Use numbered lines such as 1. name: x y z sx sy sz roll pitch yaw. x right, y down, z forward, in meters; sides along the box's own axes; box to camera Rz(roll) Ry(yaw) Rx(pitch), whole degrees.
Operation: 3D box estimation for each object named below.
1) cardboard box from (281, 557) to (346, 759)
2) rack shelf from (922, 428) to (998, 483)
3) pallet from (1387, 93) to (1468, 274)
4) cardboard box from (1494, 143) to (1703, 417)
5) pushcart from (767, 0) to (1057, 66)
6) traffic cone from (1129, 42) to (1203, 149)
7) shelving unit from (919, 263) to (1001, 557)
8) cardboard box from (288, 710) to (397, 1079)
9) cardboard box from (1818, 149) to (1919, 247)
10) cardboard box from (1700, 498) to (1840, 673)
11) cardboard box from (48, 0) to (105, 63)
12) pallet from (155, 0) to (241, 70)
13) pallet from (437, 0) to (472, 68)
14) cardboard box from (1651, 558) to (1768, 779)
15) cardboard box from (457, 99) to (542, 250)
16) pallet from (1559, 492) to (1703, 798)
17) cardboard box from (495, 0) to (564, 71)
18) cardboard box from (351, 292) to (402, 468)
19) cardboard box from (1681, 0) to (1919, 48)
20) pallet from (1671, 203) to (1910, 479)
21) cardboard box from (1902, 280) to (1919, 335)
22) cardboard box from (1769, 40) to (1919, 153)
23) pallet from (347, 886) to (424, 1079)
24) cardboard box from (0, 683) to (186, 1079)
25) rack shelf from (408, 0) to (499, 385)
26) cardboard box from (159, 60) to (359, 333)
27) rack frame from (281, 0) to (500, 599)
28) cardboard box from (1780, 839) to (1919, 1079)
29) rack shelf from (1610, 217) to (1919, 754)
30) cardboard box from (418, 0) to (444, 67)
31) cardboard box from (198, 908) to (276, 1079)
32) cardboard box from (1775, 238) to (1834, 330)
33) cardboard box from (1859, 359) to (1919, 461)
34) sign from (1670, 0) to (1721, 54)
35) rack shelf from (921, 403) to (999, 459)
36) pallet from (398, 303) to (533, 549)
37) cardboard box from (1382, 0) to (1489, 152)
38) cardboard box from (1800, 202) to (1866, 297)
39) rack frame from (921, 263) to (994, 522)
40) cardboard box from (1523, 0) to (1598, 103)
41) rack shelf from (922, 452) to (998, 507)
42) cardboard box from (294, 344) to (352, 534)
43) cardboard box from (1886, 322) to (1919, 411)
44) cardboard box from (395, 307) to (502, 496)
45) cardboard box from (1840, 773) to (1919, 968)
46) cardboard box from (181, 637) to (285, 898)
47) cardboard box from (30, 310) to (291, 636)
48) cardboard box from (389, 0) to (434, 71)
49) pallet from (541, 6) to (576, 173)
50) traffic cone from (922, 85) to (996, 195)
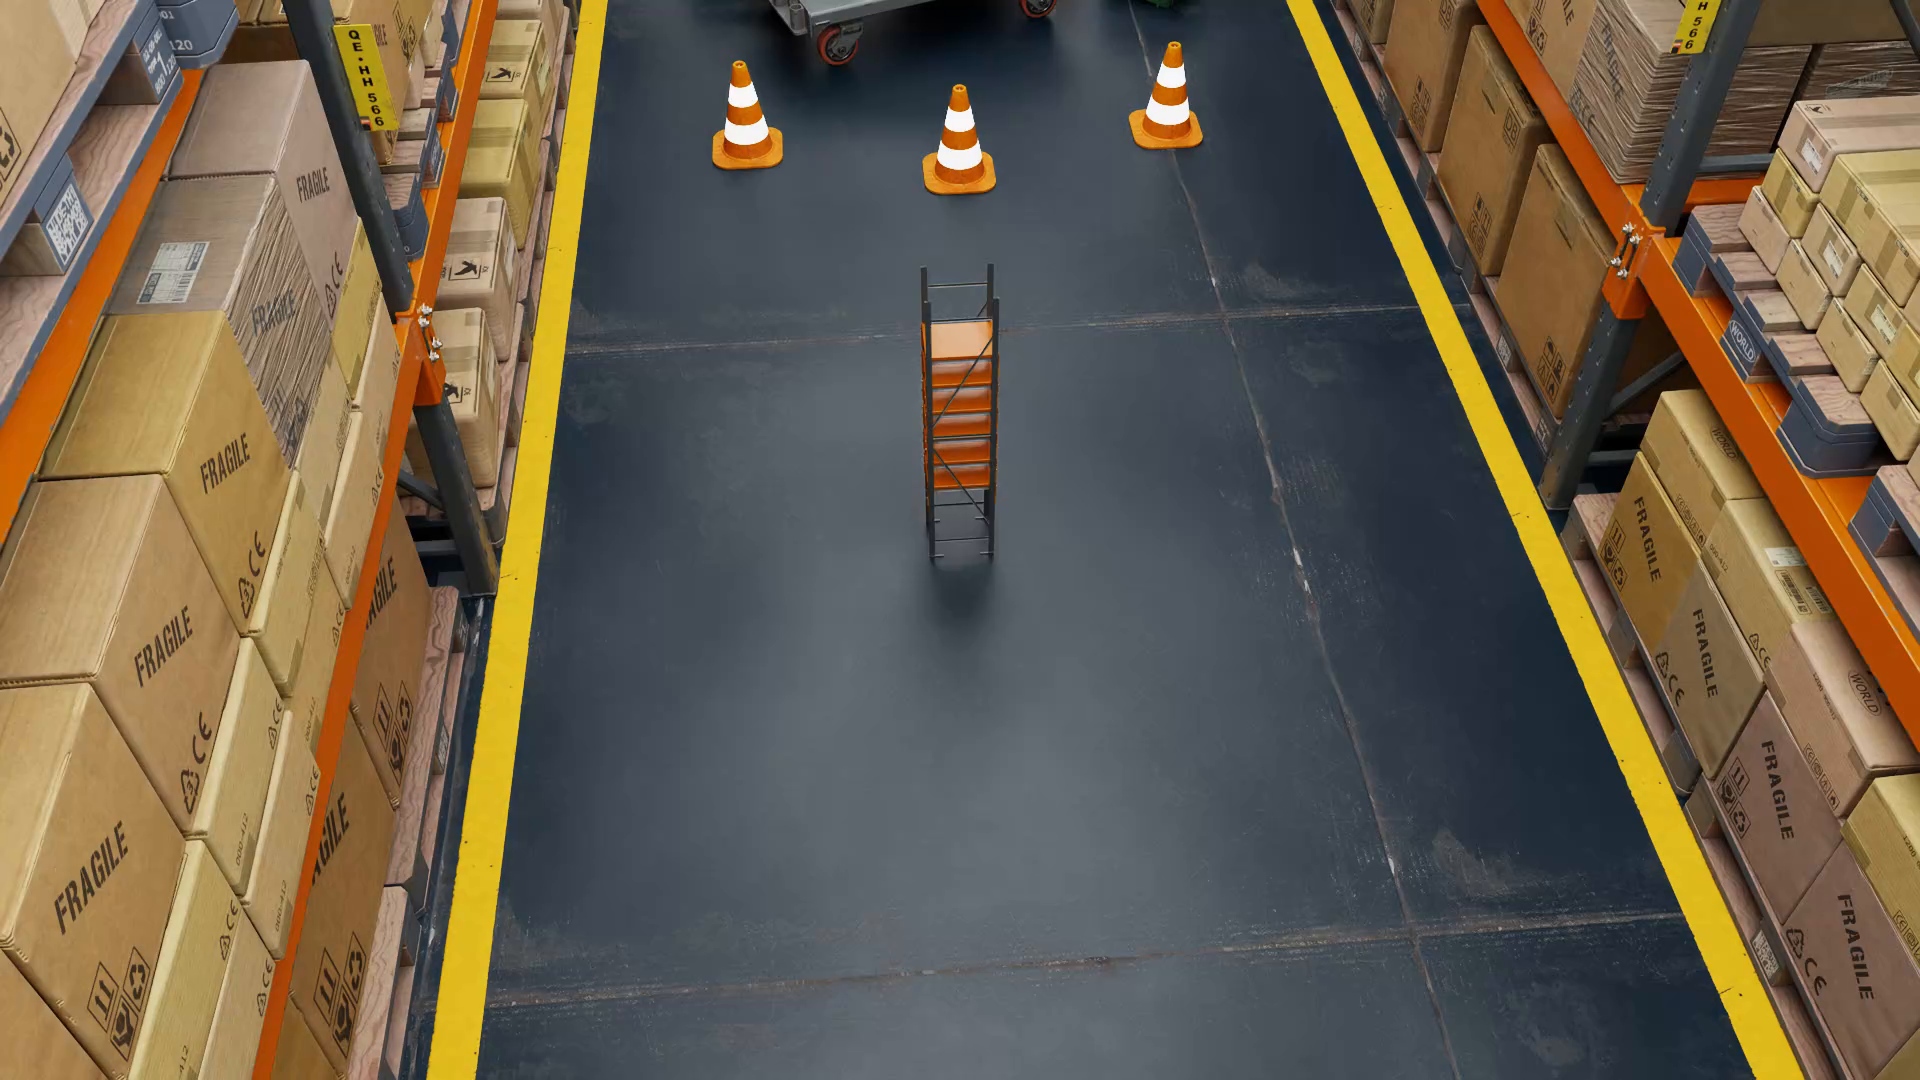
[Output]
1. cardboard box: -1.804 0.297 4.006 0.500 0.250 0.500 -4 47 -4
2. rack shelf: -0.001 -0.310 5.944 0.258 0.103 0.180 -3 47 -3
3. pallet: 2.645 -1.709 7.724 1.003 0.211 1.213 -3 47 -3
4. cardboard box: 2.773 -1.030 6.419 1.050 0.750 0.750 -4 47 -4
5. pushcart: -0.257 -3.006 8.837 1.648 0.377 0.936 -19 49 -17
6. traffic cone: 1.007 -2.172 7.989 0.336 0.463 0.334 -3 47 -3
7. shelving unit: -0.001 -0.423 5.824 0.258 1.200 0.189 -3 47 -3
8. cardboard box: -2.144 0.898 4.508 0.875 0.875 0.875 -3 47 -3
9. cardboard box: 2.605 -0.935 4.543 0.380 0.149 0.250 -5 47 -4
10. cardboard box: 2.593 0.125 4.982 0.500 0.250 0.500 -4 47 -4
11. cardboard box: -1.726 -0.993 2.862 0.396 0.266 0.258 -5 47 -4
12. pallet: -2.083 -1.343 3.520 1.213 0.211 1.003 -2 47 -1
13. pallet: -2.396 -2.202 6.402 1.003 0.211 1.213 -3 47 -3
14. cardboard box: 2.585 0.393 5.244 0.500 0.500 0.500 -3 47 -3
15. cardboard box: -2.355 -1.571 7.193 0.950 0.372 0.625 -2 47 -2
16. pallet: 2.798 0.312 5.809 1.003 0.211 1.213 -3 47 -3
17. cardboard box: -2.478 -2.594 8.162 0.950 0.372 0.625 -3 47 -3
18. cardboard box: -1.889 -0.437 4.701 0.500 0.250 0.500 -5 47 -5
19. cardboard box: 2.707 -1.916 5.241 0.700 0.500 0.500 -4 47 -4
20. pallet: 2.900 -0.638 4.920 1.213 0.211 1.003 -3 47 -3
21. cardboard box: 2.643 -0.565 4.194 0.380 0.149 0.250 -5 47 -5
22. cardboard box: 2.966 -1.588 5.619 0.500 0.500 0.500 -3 47 -3
23. pallet: -2.100 1.576 4.612 1.003 0.211 1.213 -3 47 -3
24. cardboard box: -1.715 0.612 2.847 0.500 0.500 0.500 -5 47 -4
25. rack shelf: -2.357 -2.038 6.610 1.077 0.370 4.000 -3 47 -3
26. cardboard box: -1.886 -0.859 4.240 0.500 0.500 0.500 -5 47 -4
27. rack frame: -2.190 -0.839 4.978 1.000 3.000 0.127 -3 47 -3
28. cardboard box: 2.675 1.134 4.543 0.500 0.500 0.500 -4 47 -4
29. rack shelf: 2.902 0.482 4.223 1.077 0.370 4.000 -3 47 -3
30. cardboard box: -2.001 -1.751 5.726 0.380 0.149 0.250 -3 47 -3
31. cardboard box: -1.700 1.026 3.315 0.500 0.250 0.500 -4 47 -4
32. cardboard box: 2.593 -0.741 4.769 0.380 0.149 0.250 -1 47 -1
33. cardboard box: 2.640 -0.350 4.400 0.380 0.149 0.250 -2 47 -1
34. sign: 2.182 -1.575 4.878 0.100 0.325 0.005 -3 47 -3
35. rack shelf: -0.001 -0.392 5.857 0.258 0.103 0.180 -3 47 -3
36. pallet: -2.254 -0.445 6.526 1.003 0.211 1.213 -3 47 -3
37. cardboard box: 2.618 -2.336 7.656 1.050 0.750 0.750 -3 47 -3
38. cardboard box: 2.600 -0.815 4.635 0.380 0.149 0.250 -1 47 -1
39. rack frame: -0.009 -0.489 5.887 0.240 1.200 0.006 -3 47 -3
40. cardboard box: 2.389 -1.918 5.931 0.500 0.500 0.500 -3 47 -3
41. rack shelf: -0.001 -0.227 6.031 0.258 0.103 0.180 -3 47 -3
42. cardboard box: -1.849 -0.253 4.183 0.500 0.250 0.500 -5 47 -4
43. cardboard box: 2.647 -0.440 4.279 0.380 0.149 0.250 -3 47 -3
44. cardboard box: -2.227 -0.489 6.168 0.950 0.372 0.625 -6 47 -6
45. cardboard box: 2.667 0.861 4.285 0.500 0.250 0.500 -5 47 -5
46. cardboard box: -1.742 0.491 3.478 0.500 0.250 0.500 -5 47 -4
47. cardboard box: -1.800 -0.128 3.548 0.500 0.500 0.500 -3 47 -3
48. cardboard box: -2.047 -1.836 5.360 0.500 0.500 0.500 -1 47 -1
49. pallet: -2.458 -2.211 8.198 1.003 0.211 1.213 -3 47 -3
50. traffic cone: -0.005 -1.899 7.730 0.336 0.463 0.334 -3 47 -3
